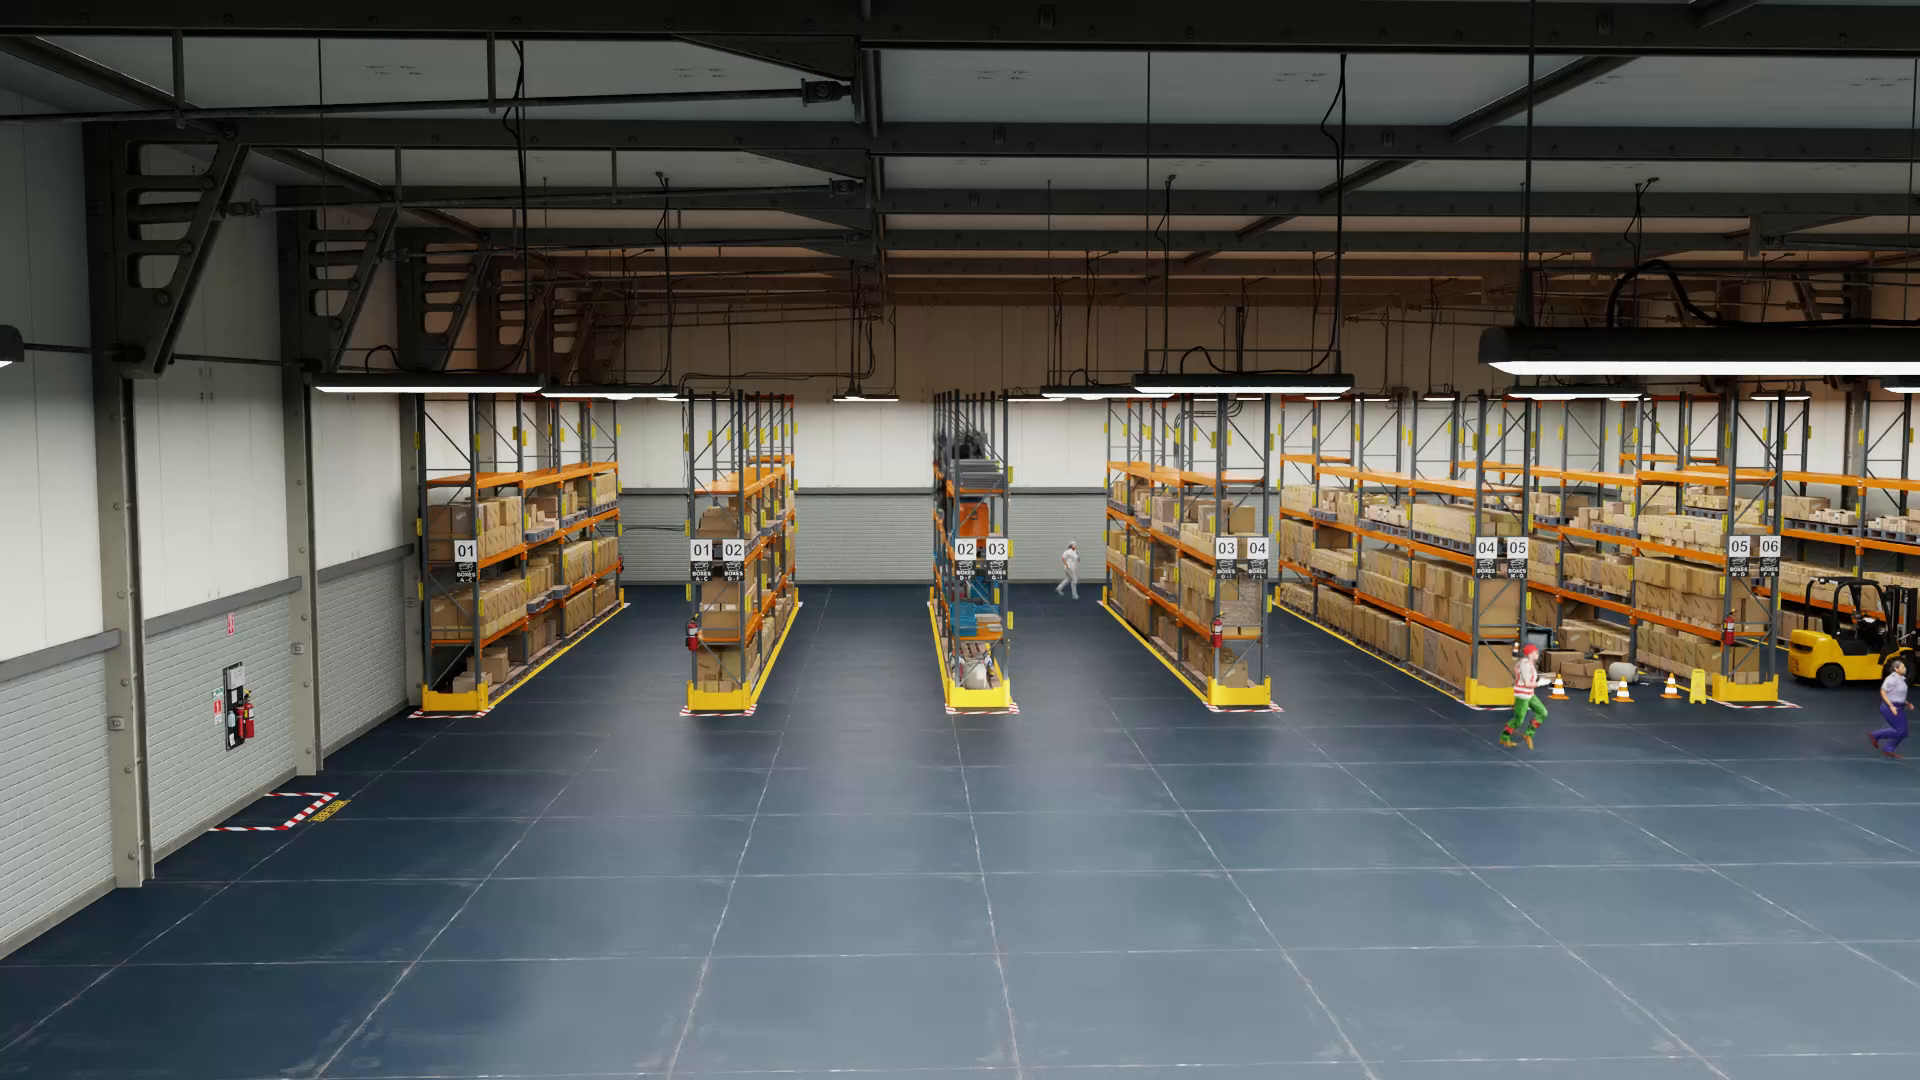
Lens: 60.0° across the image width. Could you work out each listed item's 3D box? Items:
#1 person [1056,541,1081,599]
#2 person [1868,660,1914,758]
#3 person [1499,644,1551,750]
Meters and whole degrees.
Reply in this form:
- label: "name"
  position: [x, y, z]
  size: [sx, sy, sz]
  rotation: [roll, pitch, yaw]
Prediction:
- label: "person"
  position: [3.219, 0.878, 49.293]
  size: [0.815, 1.705, 0.601]
  rotation: [2, 5, 20]
- label: "person"
  position: [15.127, 2.747, 26.998]
  size: [0.581, 1.584, 0.596]
  rotation: [5, 7, 44]
- label: "person"
  position: [9.343, 2.590, 27.466]
  size: [0.818, 1.757, 0.695]
  rotation: [3, 5, 30]
